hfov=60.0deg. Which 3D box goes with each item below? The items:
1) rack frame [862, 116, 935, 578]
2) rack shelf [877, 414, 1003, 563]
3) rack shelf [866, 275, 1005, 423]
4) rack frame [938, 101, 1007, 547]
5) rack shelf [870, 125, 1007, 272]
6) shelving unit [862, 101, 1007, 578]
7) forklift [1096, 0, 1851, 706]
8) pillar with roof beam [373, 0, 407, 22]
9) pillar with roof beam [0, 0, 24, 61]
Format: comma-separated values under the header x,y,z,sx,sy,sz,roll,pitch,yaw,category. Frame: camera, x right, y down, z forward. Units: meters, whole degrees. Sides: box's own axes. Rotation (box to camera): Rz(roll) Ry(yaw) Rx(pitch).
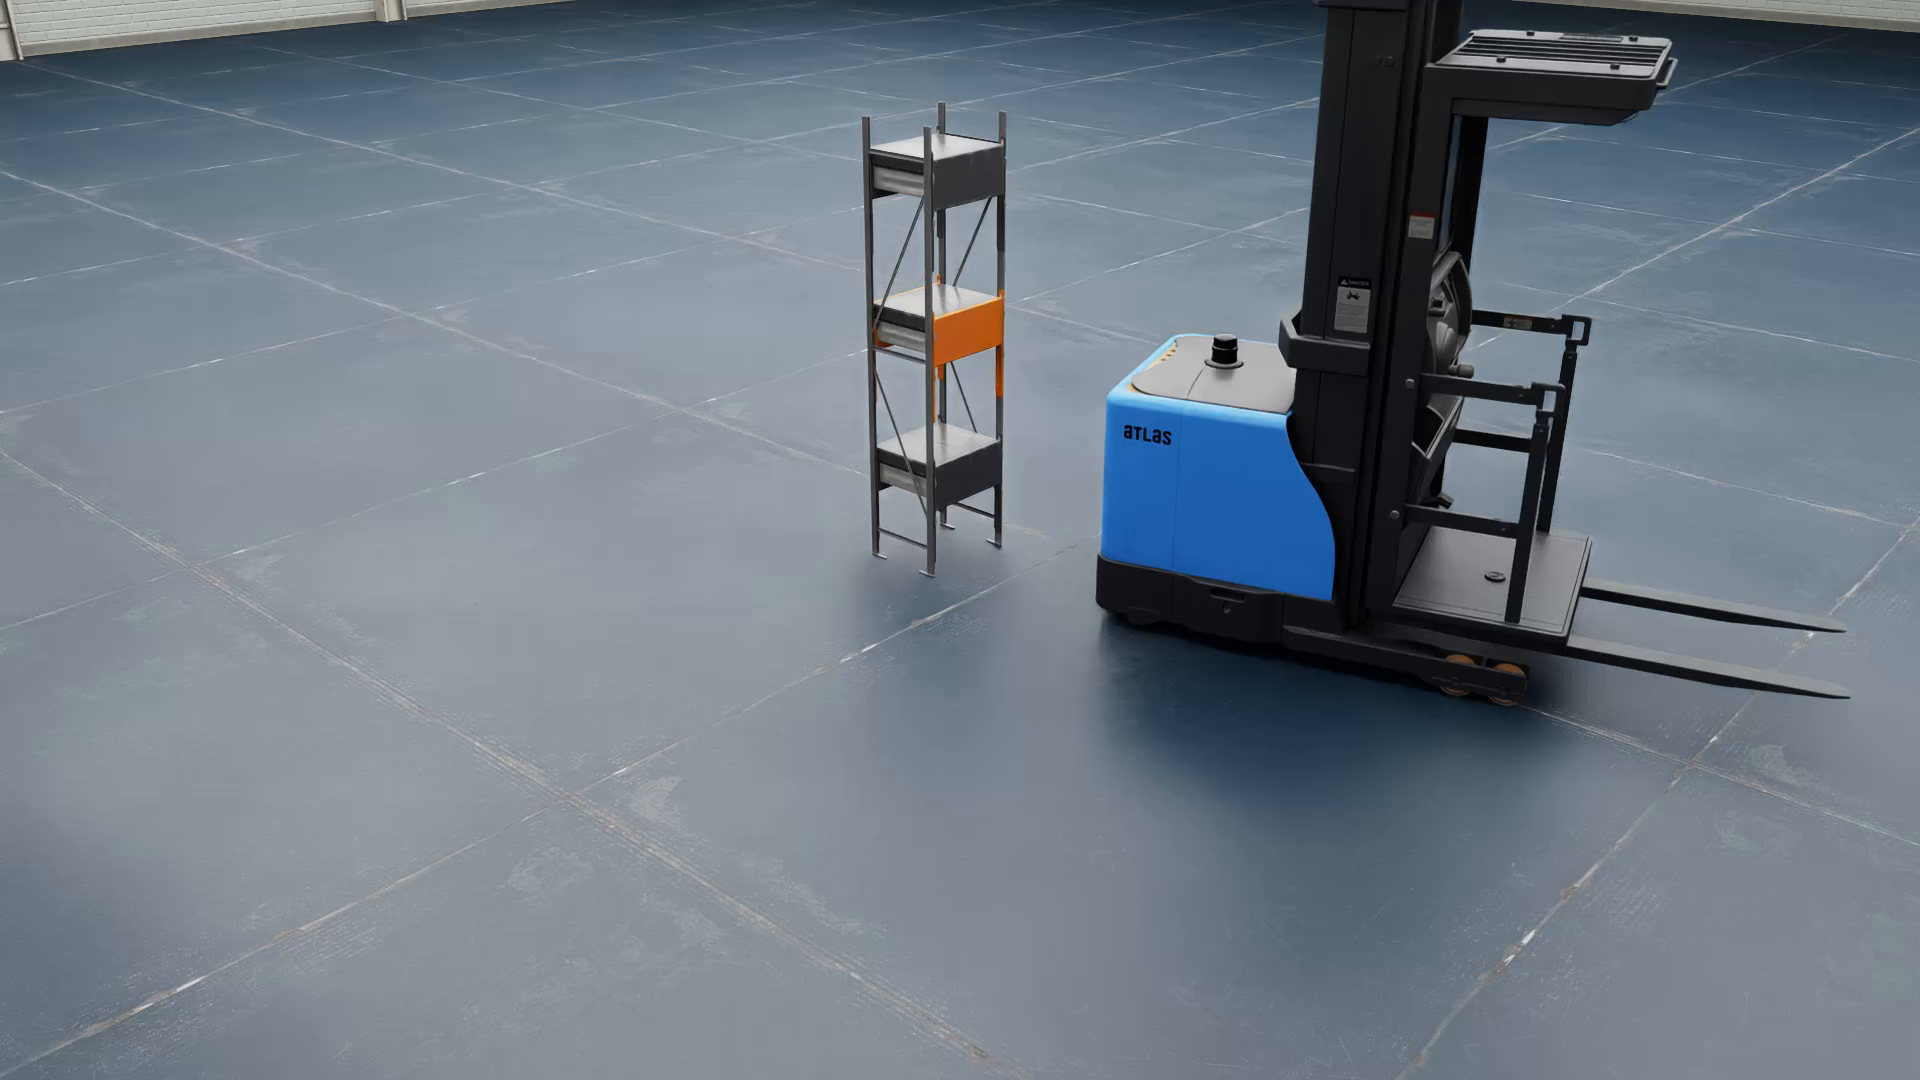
x,y,z,sx,sy,sz,roll,pitch,yaw,category
-0.273,-0.833,7.542,0.400,2.100,0.015,20,31,38,rack frame
-0.110,-0.256,8.000,0.431,0.518,0.480,20,31,38,rack shelf
-0.110,-0.895,7.714,0.431,0.518,0.480,20,31,38,rack shelf
0.052,-0.982,7.874,0.400,2.100,0.015,20,31,38,rack frame
-0.110,-1.534,7.427,0.431,0.518,0.480,20,31,38,rack shelf
-0.110,-0.908,7.708,0.431,2.100,0.503,20,31,38,shelving unit
2.170,-0.912,6.702,3.031,2.935,1.130,11,26,22,forklift
-6.111,-11.455,22.799,9.100,9.000,0.400,20,31,38,pillar with roof beam
-10.115,-9.627,18.722,9.100,9.000,0.400,20,31,38,pillar with roof beam
